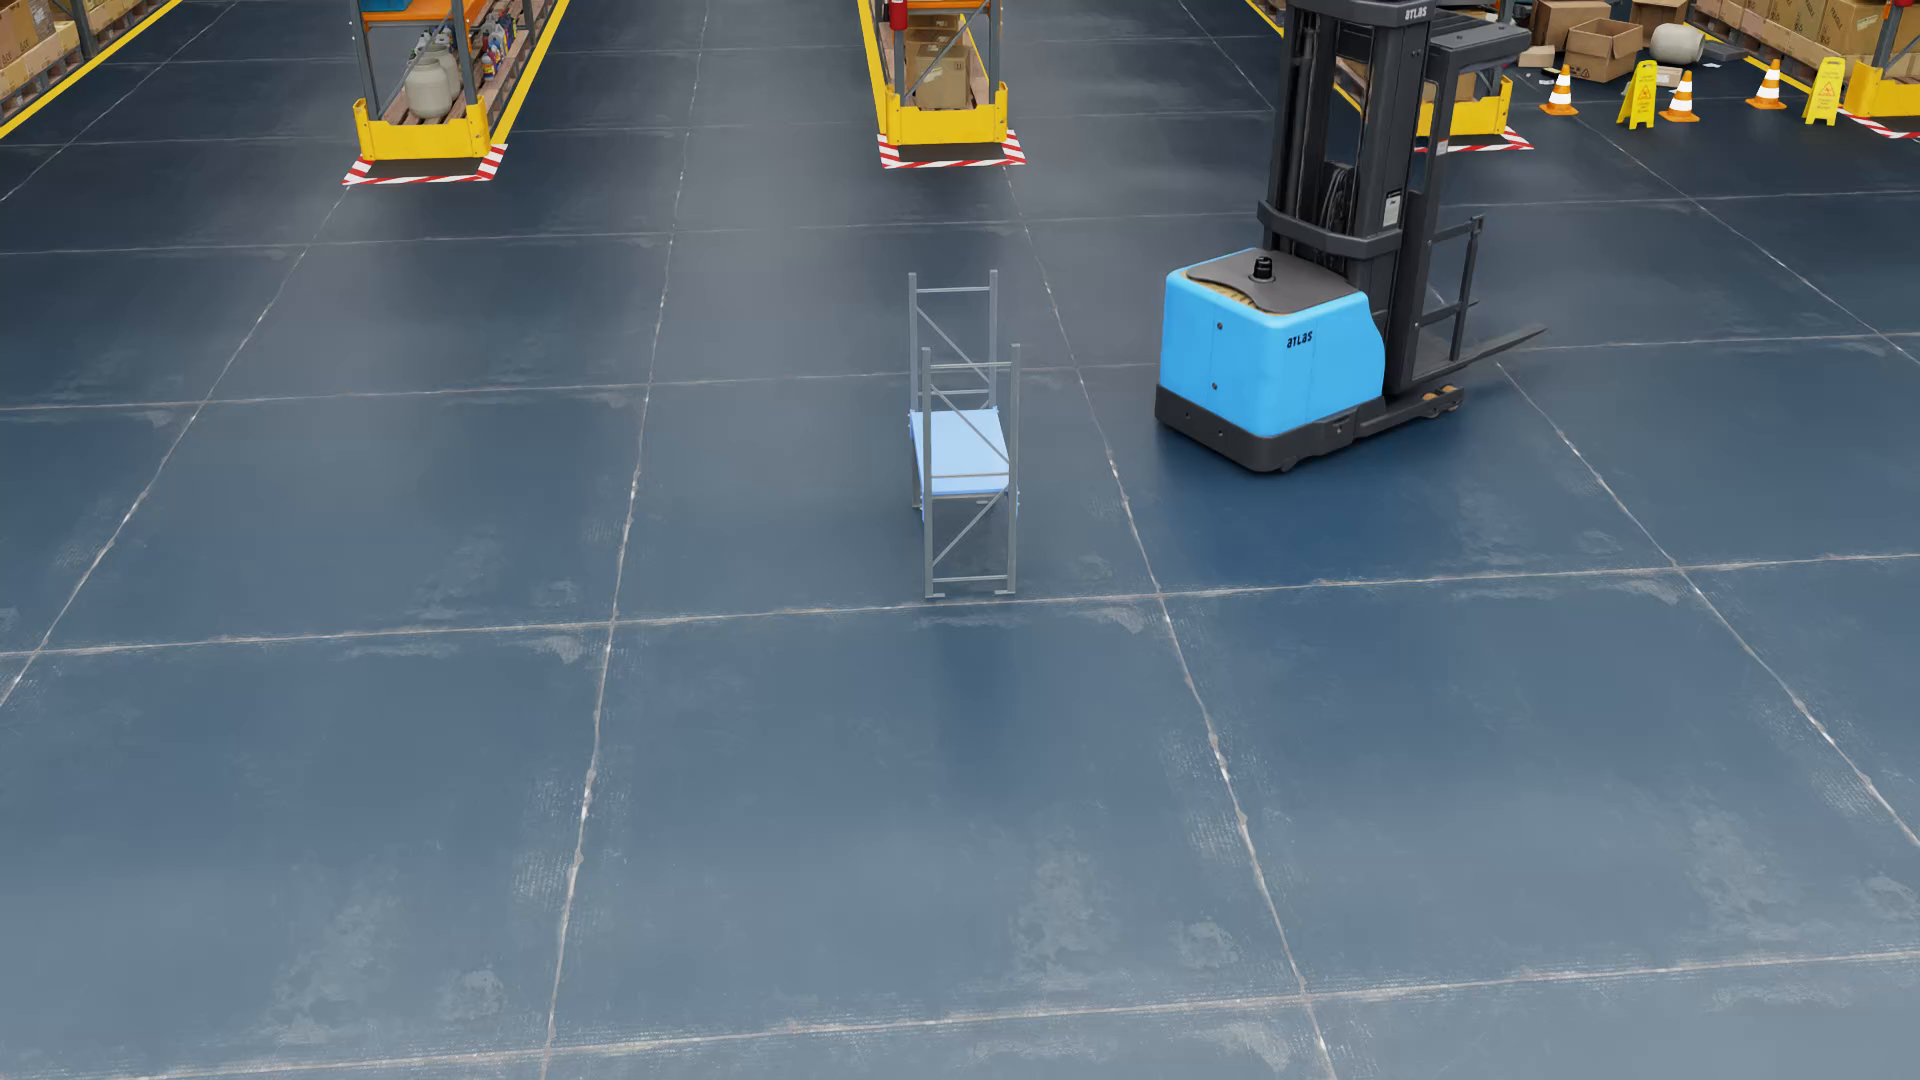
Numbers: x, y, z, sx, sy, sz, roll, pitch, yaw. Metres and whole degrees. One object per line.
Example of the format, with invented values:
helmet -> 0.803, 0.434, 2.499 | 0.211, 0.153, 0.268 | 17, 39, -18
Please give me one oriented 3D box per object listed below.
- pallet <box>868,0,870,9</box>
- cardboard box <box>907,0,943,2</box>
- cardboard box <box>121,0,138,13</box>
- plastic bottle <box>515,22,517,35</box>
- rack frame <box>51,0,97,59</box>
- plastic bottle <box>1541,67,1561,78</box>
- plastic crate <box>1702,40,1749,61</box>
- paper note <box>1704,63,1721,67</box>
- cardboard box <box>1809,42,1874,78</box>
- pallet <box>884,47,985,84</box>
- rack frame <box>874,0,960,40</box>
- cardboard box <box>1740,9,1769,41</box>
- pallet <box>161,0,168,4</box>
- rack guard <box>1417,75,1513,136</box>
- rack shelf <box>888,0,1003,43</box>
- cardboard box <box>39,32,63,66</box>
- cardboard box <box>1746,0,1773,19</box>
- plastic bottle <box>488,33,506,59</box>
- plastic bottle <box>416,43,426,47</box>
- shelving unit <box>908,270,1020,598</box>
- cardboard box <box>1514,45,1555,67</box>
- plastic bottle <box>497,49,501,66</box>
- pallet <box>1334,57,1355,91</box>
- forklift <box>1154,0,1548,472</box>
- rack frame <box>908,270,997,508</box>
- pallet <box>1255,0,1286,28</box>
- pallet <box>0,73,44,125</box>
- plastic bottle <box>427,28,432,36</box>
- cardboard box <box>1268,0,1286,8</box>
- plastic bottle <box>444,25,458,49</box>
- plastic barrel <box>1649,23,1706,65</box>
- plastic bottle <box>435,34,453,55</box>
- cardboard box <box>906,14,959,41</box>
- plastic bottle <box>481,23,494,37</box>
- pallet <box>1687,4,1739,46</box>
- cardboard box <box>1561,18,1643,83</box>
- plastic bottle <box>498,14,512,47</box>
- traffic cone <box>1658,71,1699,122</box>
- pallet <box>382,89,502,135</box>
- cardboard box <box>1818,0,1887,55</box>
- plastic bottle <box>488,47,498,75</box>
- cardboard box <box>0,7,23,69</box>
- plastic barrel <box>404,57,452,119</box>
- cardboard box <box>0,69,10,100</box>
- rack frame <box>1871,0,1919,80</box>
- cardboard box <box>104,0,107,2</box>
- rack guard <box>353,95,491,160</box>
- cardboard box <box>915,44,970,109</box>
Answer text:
pallet -> -0.692, -7.070, 21.380 | 1.003, 0.211, 1.213 | -3, 31, -5
cardboard box -> -0.359, -5.231, 15.827 | 0.380, 0.149, 0.250 | -3, 31, -5
cardboard box -> -10.253, -6.516, 20.005 | 0.500, 0.250, 0.500 | -4, 31, -6
plastic bottle -> -5.088, -5.825, 18.877 | 0.097, 0.201, 0.097 | 0, 31, 0
rack frame -> -10.364, -6.773, 18.163 | 1.000, 3.000, 0.127 | -3, 31, -5
plastic bottle -> 6.503, -5.153, 18.318 | 0.133, 0.061, 0.283 | -14, 33, -22
plastic crate -> 8.696, -5.626, 19.090 | 0.402, 0.080, 0.583 | -14, 33, -22
paper note -> 8.431, -5.324, 18.634 | 0.142, 0.019, 0.148 | -14, 33, -22
cardboard box -> 9.394, -5.090, 17.618 | 0.500, 0.250, 0.500 | -3, 31, -5
pallet -> -0.286, -5.083, 18.053 | 1.003, 0.211, 1.213 | -3, 31, -5
rack frame -> -0.501, -7.245, 18.955 | 1.000, 3.000, 0.127 | -3, 31, -5
cardboard box -> 9.265, -5.863, 18.912 | 0.500, 0.250, 0.500 | -3, 31, -5
pallet -> -10.700, -7.195, 21.591 | 1.003, 0.211, 1.213 | -3, 31, -5
rack guard -> 4.823, -4.304, 16.468 | 1.175, 0.500, 0.348 | -3, 31, -5
rack shelf -> -0.314, -5.915, 17.430 | 1.077, 0.370, 4.000 | -3, 31, -5
cardboard box -> -10.066, -5.290, 17.954 | 0.500, 0.250, 0.500 | -3, 31, -5
cardboard box -> 9.260, -6.190, 18.729 | 0.500, 0.500, 0.500 | -1, 31, -2
plastic bottle -> -5.026, -5.366, 18.036 | 0.152, 0.276, 0.135 | -2, 31, -4
plastic bottle -> -5.676, -5.103, 17.595 | 0.152, 0.276, 0.135 | -4, 31, -6
shelving unit -> 0.008, -0.600, 9.292 | 0.538, 1.500, 1.048 | -3, 31, -5
cardboard box -> 6.441, -5.468, 18.646 | 0.396, 0.266, 0.258 | 2, 31, 4
plastic bottle -> -4.968, -5.170, 17.781 | 0.097, 0.201, 0.097 | 0, 31, 0
pallet -> 4.557, -5.218, 18.280 | 1.003, 0.211, 1.213 | -3, 31, -5
forklift -> 2.777, -2.269, 10.691 | 3.031, 2.935, 1.130 | -20, 36, -30
rack frame -> -0.040, -0.860, 9.727 | 0.500, 1.500, 0.032 | -3, 31, -5
pallet -> 4.300, -6.624, 20.635 | 1.003, 0.211, 1.213 | -3, 31, -5
pallet -> -10.215, -4.543, 17.150 | 1.003, 0.211, 1.213 | -3, 31, -5
plastic bottle -> -5.778, -5.416, 18.112 | 0.061, 0.283, 0.133 | -1, 31, -2
cardboard box -> 4.299, -6.958, 20.259 | 1.050, 0.750, 0.750 | -3, 31, -5
plastic bottle -> -5.626, -5.634, 18.412 | 0.144, 0.351, 0.185 | -3, 31, -5
plastic barrel -> 8.039, -5.554, 18.635 | 0.512, 0.421, 0.421 | 20, 36, 29
plastic bottle -> -5.567, -5.302, 17.928 | 0.152, 0.276, 0.135 | -3, 31, -5
cardboard box -> -0.306, -5.541, 18.130 | 0.500, 0.500, 0.500 | -5, 31, -9
plastic bottle -> -5.212, -5.595, 18.418 | 0.152, 0.276, 0.135 | -3, 31, -5
pallet -> 9.464, -6.182, 19.893 | 1.003, 0.211, 1.213 | -3, 31, -5
cardboard box -> 7.055, -5.382, 18.269 | 0.637, 0.503, 0.797 | 27, 40, 37
plastic bottle -> -5.067, -5.647, 18.432 | 0.144, 0.351, 0.185 | -4, 31, -7
traffic cone -> 7.341, -4.520, 16.865 | 0.336, 0.463, 0.334 | -3, 31, -5
pallet -> -5.183, -4.220, 16.609 | 1.003, 0.211, 1.213 | -3, 31, -5
cardboard box -> 9.405, -5.396, 17.400 | 0.500, 0.500, 0.500 | -3, 31, -4
plastic bottle -> -4.921, -5.045, 17.492 | 0.061, 0.283, 0.133 | -2, 31, -4
cardboard box -> -9.957, -5.102, 16.908 | 0.500, 0.500, 0.500 | -3, 31, -5
plastic barrel -> -5.196, -4.410, 16.225 | 0.421, 0.512, 0.421 | 0, 31, 0
cardboard box -> -9.916, -4.525, 16.672 | 0.500, 0.250, 0.500 | -3, 31, -5
rack frame -> 9.739, -5.678, 16.331 | 1.000, 3.000, 0.127 | -3, 31, -5
cardboard box -> -10.196, -6.492, 19.418 | 0.500, 0.311, 0.500 | -3, 31, -5
rack guard -> -5.112, -3.929, 15.841 | 1.175, 0.500, 0.348 | -3, 31, -5
cardboard box -> -0.169, -4.630, 16.604 | 0.500, 0.500, 0.500 | 3, 31, 5
